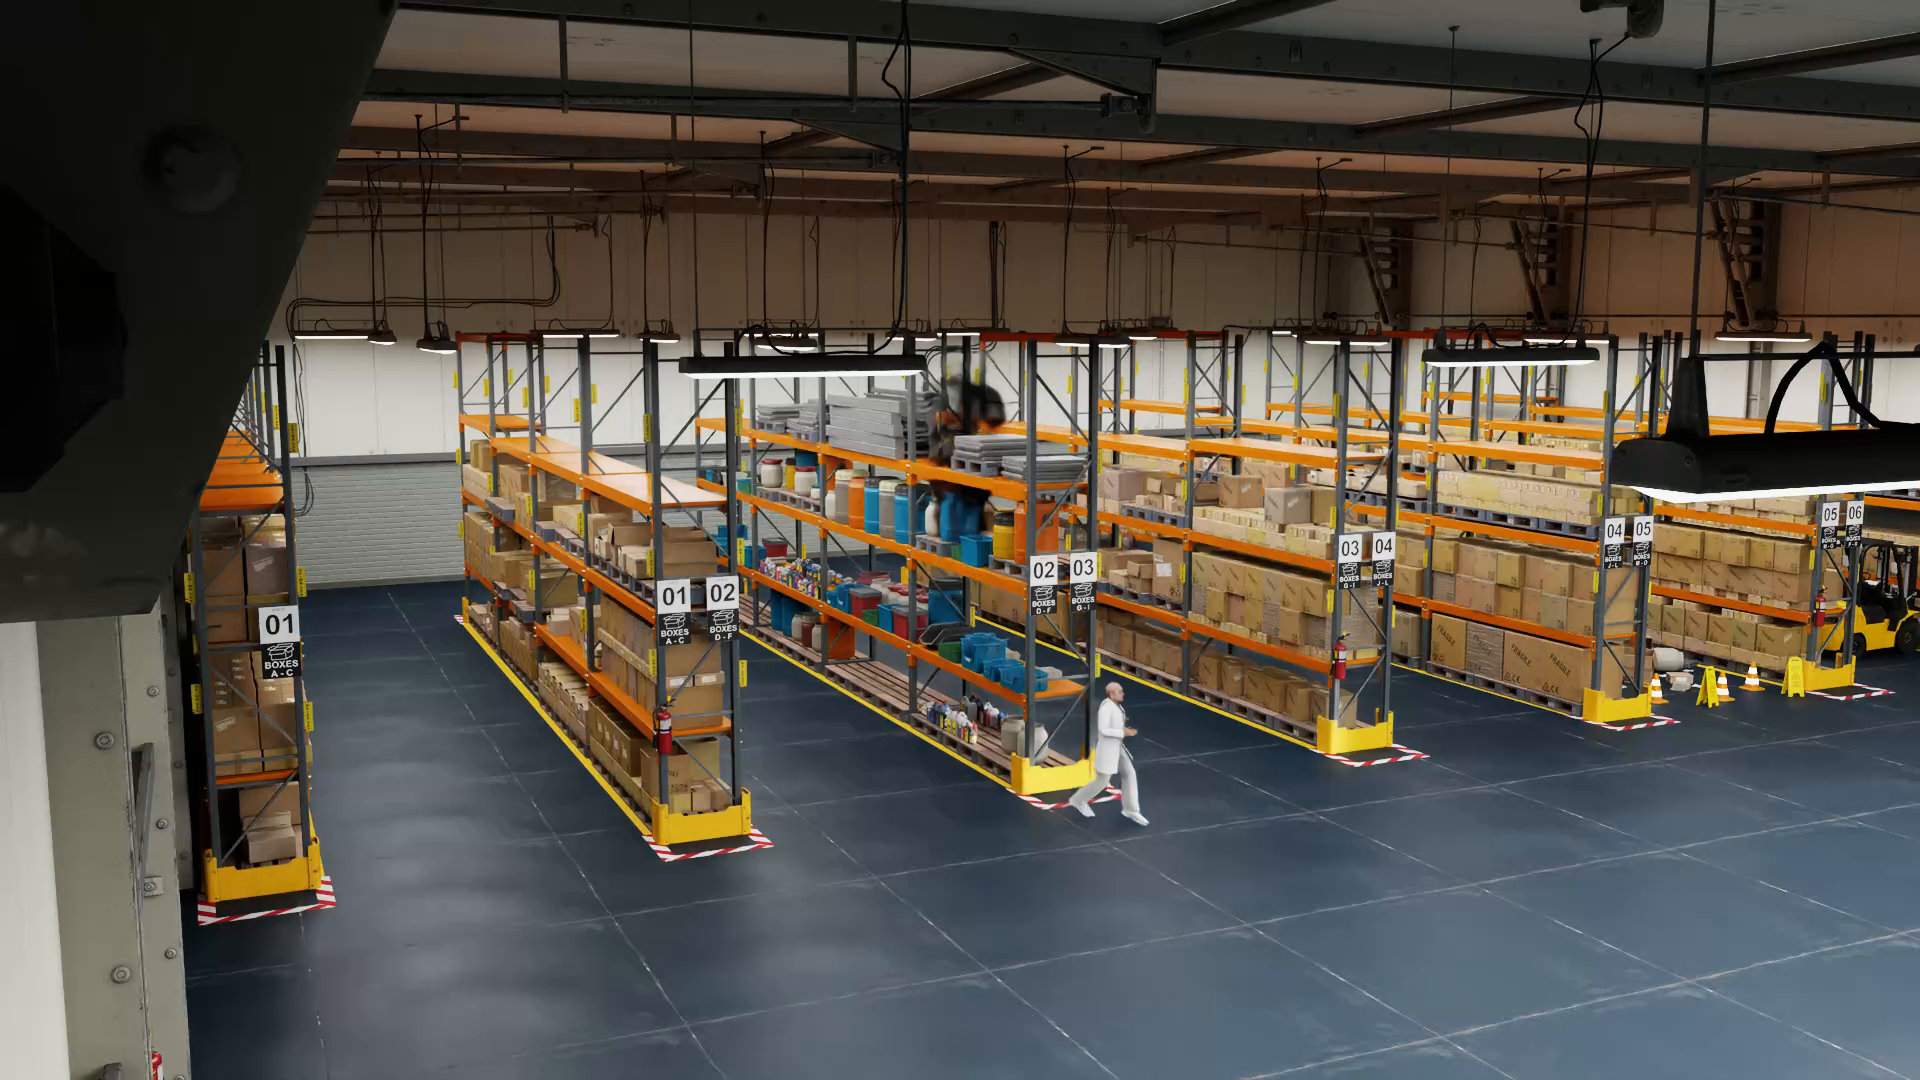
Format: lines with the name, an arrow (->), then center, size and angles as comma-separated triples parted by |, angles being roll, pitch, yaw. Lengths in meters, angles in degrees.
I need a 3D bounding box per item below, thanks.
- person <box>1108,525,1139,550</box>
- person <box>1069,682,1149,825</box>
person -> 3.628, 0.520, 36.790 | 0.706, 1.763, 0.761 | -2, 8, -15
person -> 1.856, 2.662, 20.799 | 1.017, 1.808, 0.742 | 3, 8, 23
